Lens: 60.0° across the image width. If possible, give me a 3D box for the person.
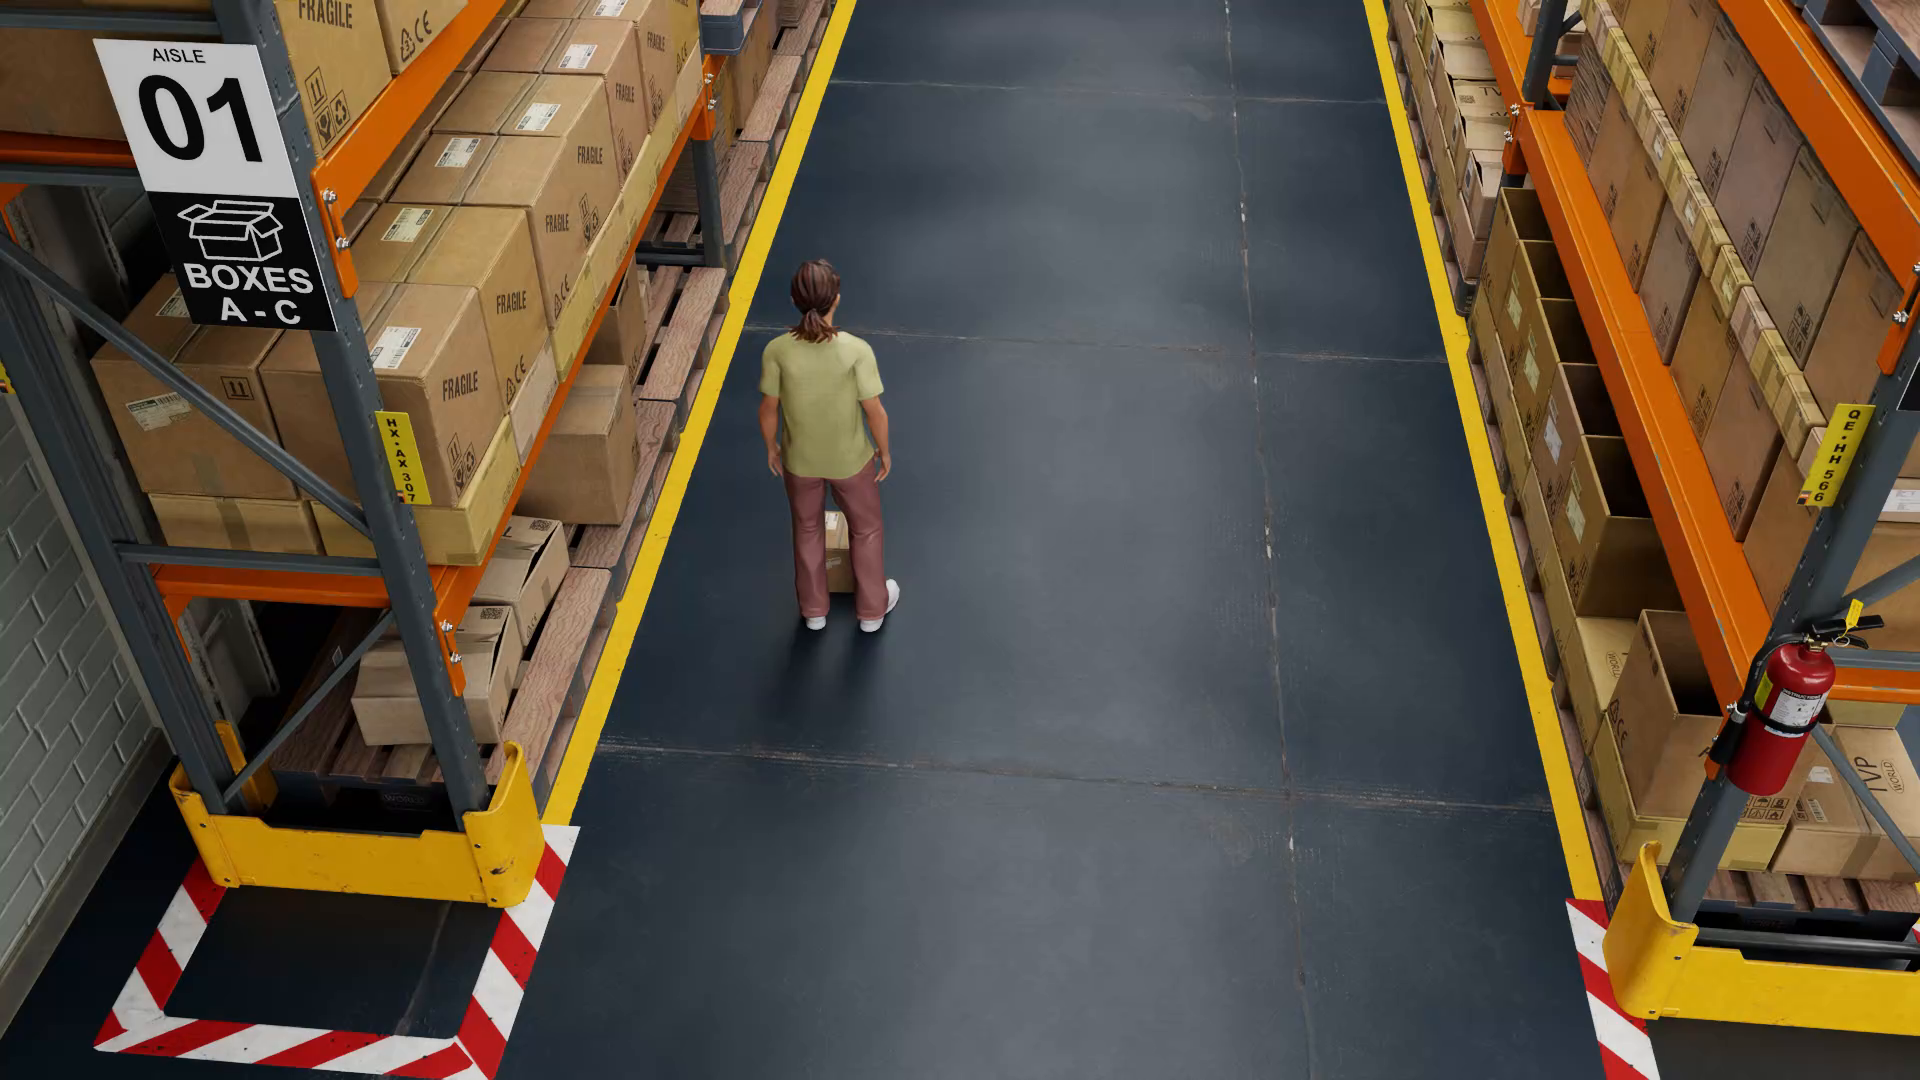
[{"bbox_3d":[-0.519,-0.332,6.550,0.500,1.673,0.353,3,40,4],"label":"person"}]
